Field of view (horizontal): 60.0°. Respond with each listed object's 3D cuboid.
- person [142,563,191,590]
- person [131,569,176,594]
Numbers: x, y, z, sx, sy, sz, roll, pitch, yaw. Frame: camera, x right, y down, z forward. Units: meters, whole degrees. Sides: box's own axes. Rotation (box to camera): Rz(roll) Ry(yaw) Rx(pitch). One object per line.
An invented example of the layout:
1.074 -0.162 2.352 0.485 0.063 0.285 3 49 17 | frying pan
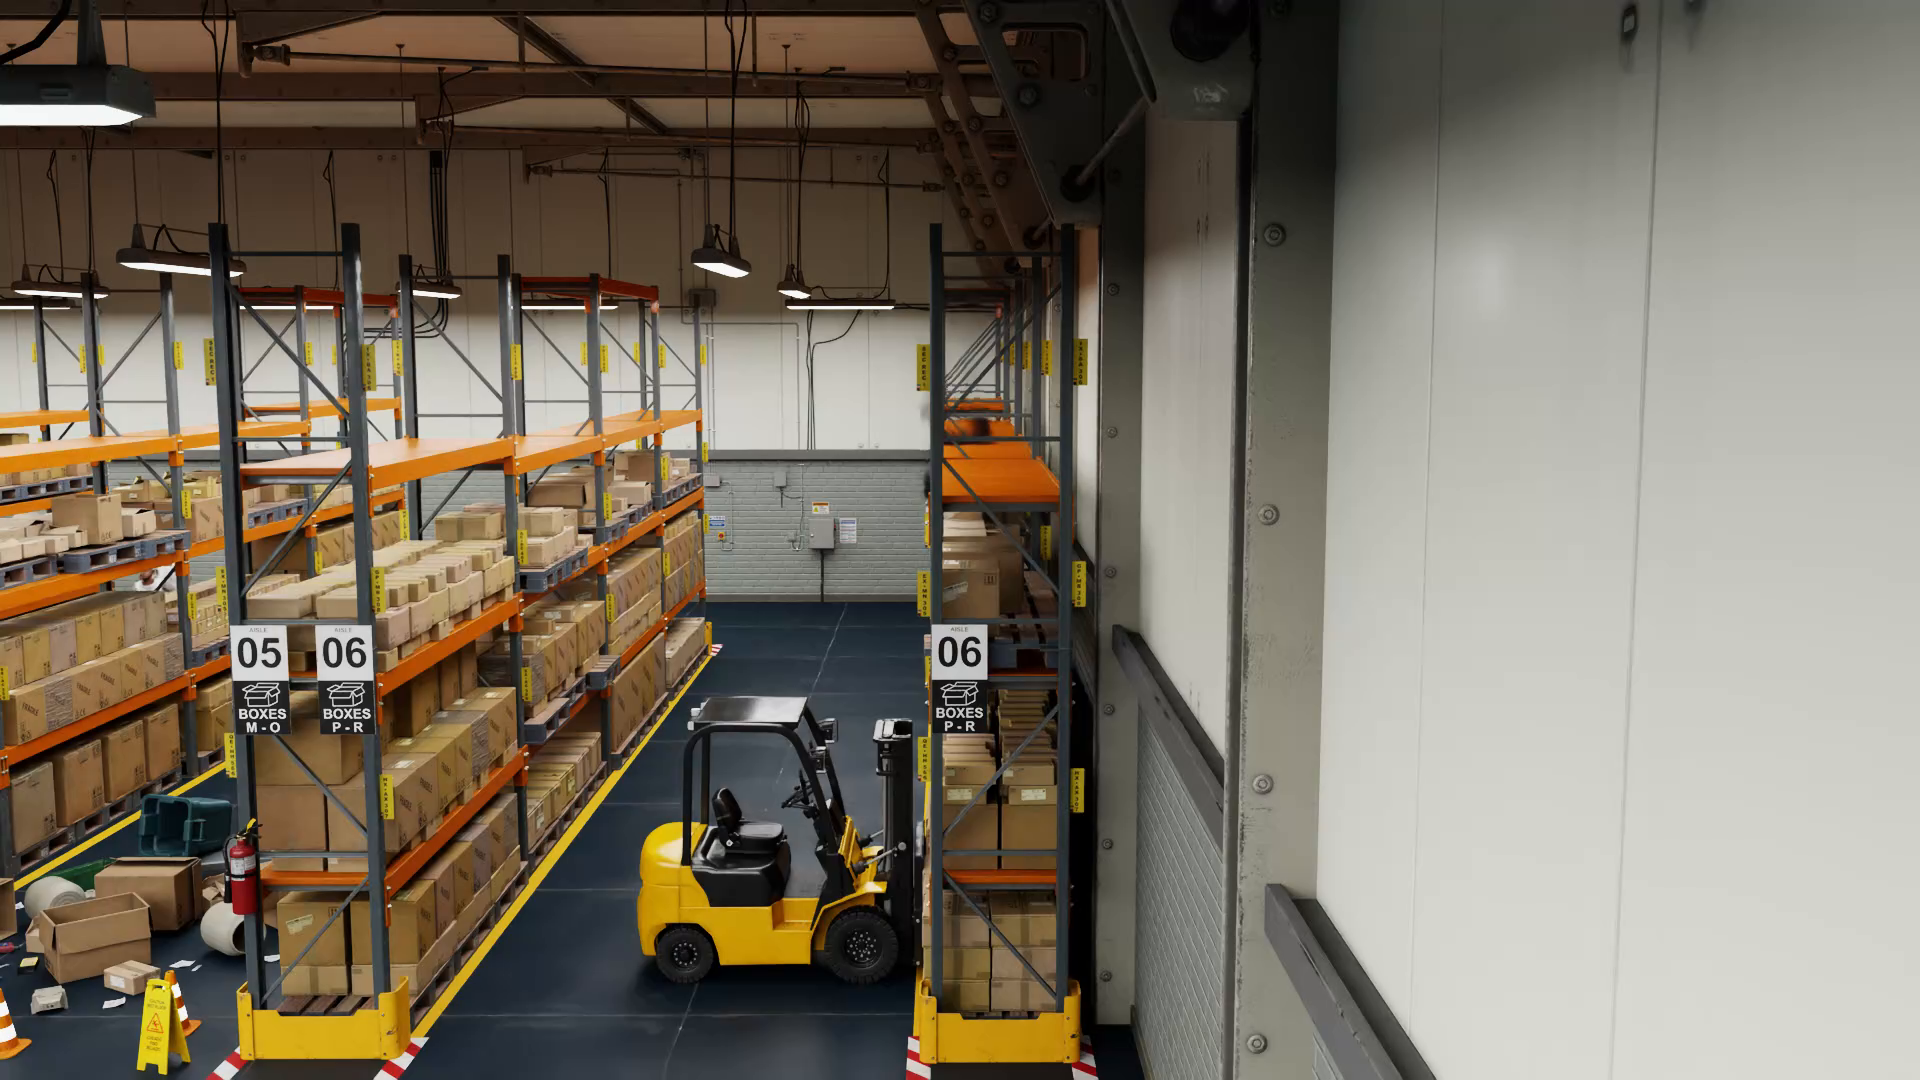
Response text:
-13.731 0.954 28.917 0.643 1.761 0.763 6 9 42 | person
-12.910 1.222 26.589 0.748 1.713 0.541 -1 7 -6 | person
